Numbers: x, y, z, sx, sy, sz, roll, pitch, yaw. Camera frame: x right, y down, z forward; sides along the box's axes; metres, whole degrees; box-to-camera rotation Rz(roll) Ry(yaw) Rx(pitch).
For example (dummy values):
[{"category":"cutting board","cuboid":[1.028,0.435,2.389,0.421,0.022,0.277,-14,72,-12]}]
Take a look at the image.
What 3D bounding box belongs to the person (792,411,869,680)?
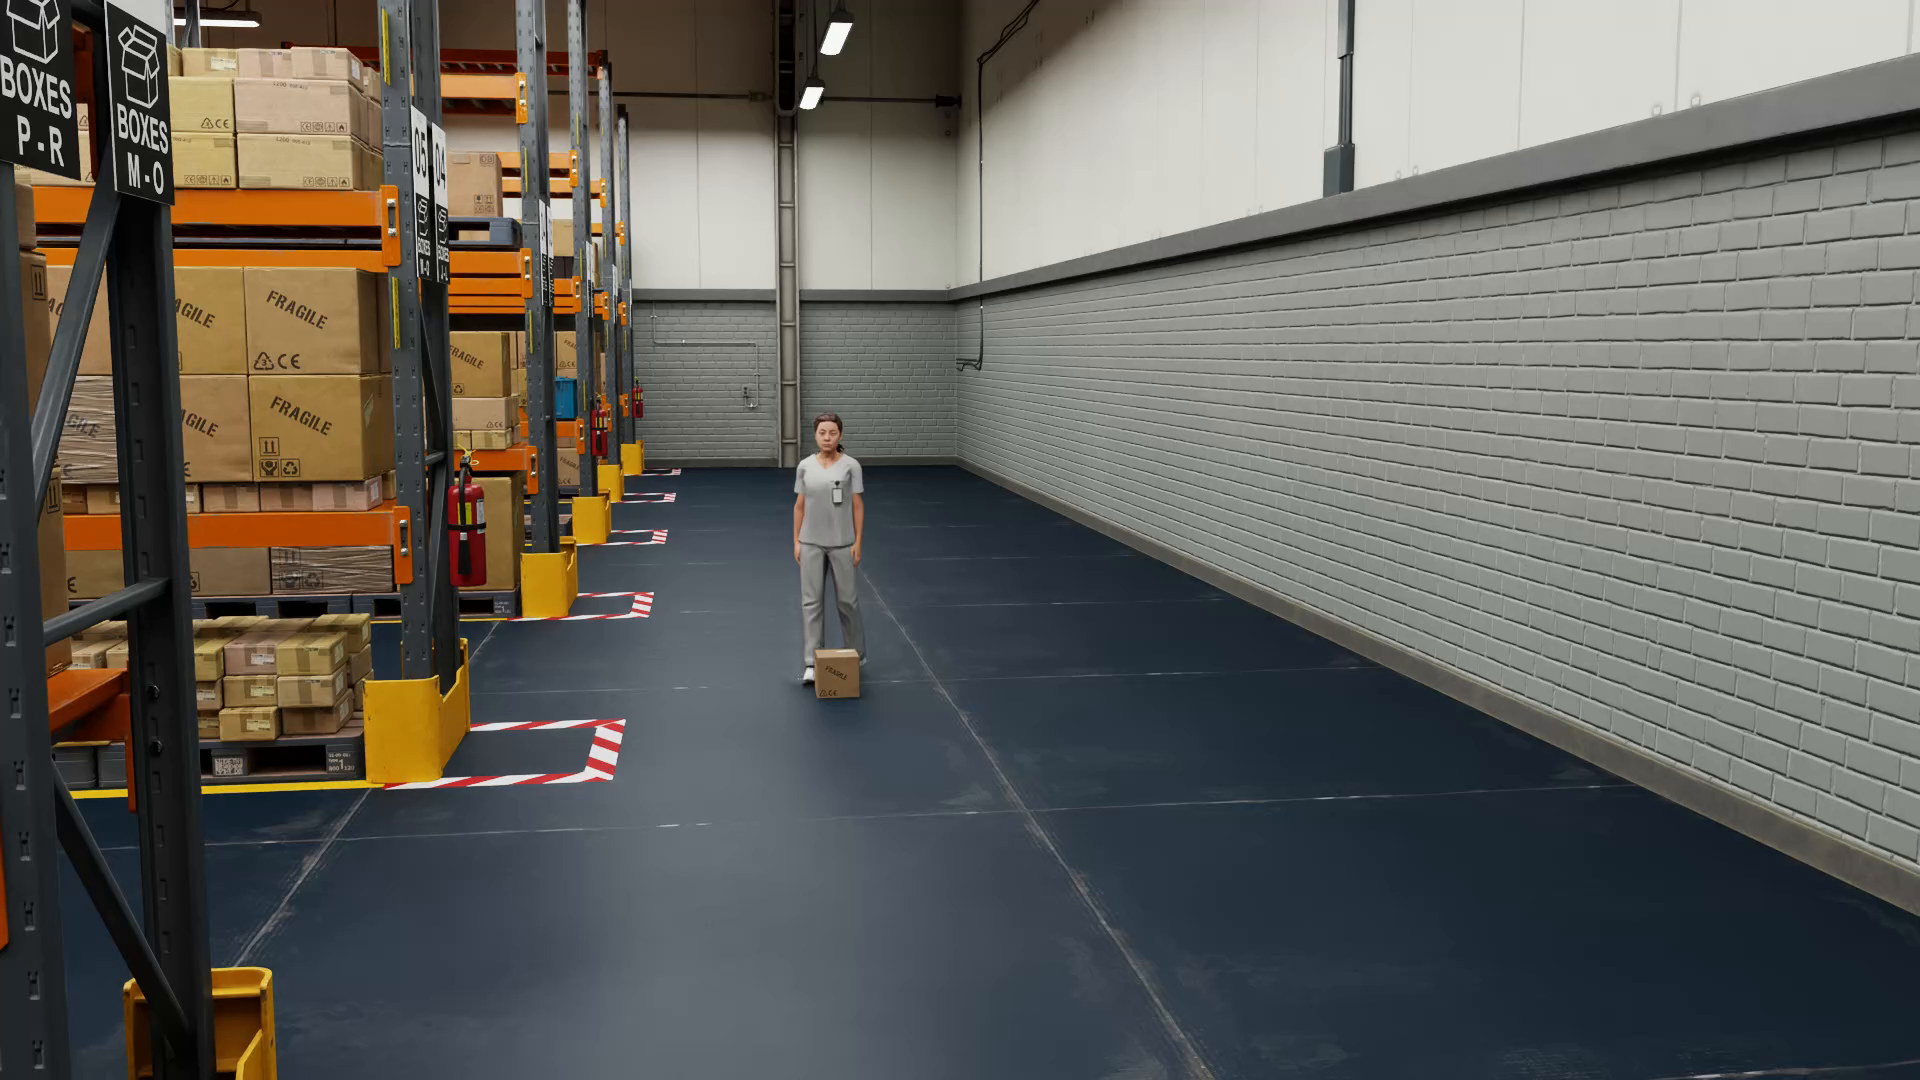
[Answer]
[{"category":"person","cuboid":[-0.818,0.033,10.414,0.469,1.671,0.494,0,7,0]}]
